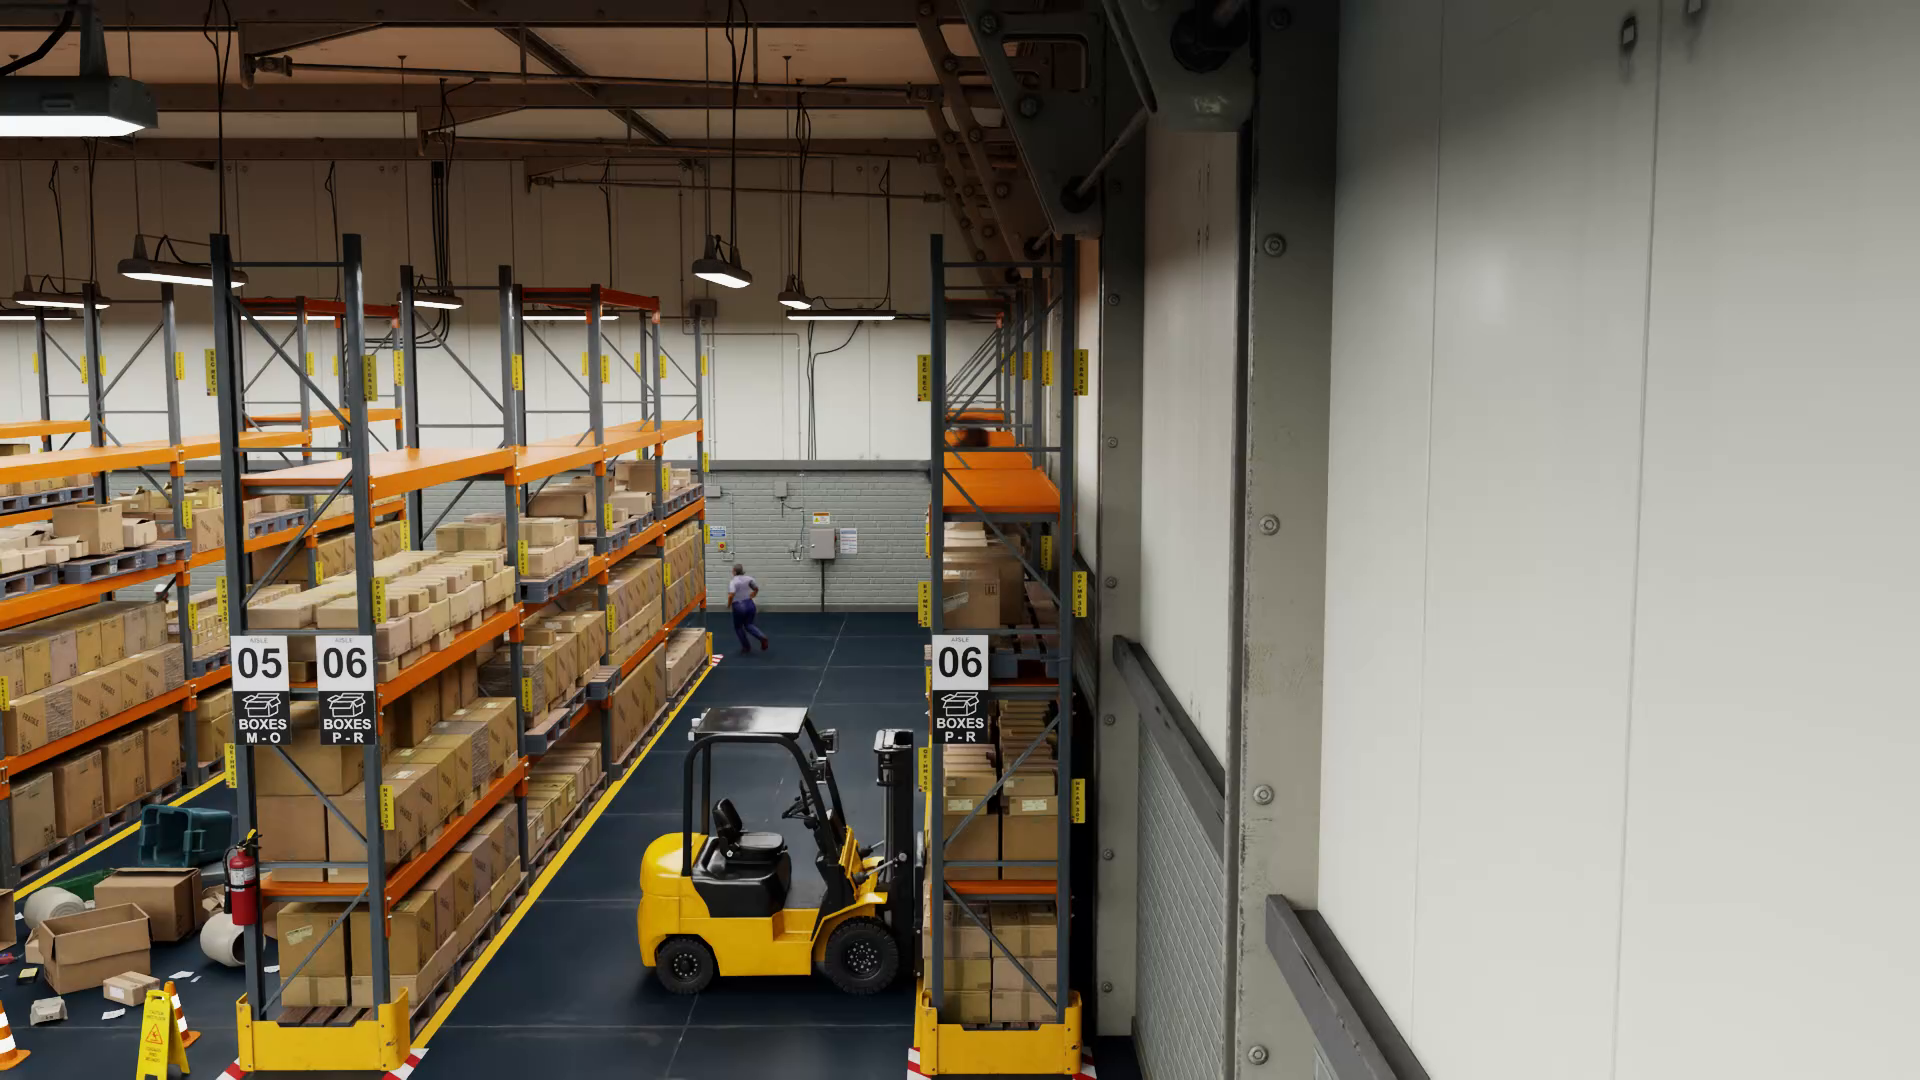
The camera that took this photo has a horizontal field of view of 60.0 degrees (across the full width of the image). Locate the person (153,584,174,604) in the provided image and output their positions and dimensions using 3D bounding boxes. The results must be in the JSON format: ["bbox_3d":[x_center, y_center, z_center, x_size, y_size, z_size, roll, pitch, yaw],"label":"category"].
[{"bbox_3d":[-11.867,1.559,24.828,0.672,1.825,0.762,-1,6,-5],"label":"person"}]

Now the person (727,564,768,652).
[{"bbox_3d":[-3.750,1.200,28.788,0.663,1.593,0.663,6,9,44],"label":"person"}]
